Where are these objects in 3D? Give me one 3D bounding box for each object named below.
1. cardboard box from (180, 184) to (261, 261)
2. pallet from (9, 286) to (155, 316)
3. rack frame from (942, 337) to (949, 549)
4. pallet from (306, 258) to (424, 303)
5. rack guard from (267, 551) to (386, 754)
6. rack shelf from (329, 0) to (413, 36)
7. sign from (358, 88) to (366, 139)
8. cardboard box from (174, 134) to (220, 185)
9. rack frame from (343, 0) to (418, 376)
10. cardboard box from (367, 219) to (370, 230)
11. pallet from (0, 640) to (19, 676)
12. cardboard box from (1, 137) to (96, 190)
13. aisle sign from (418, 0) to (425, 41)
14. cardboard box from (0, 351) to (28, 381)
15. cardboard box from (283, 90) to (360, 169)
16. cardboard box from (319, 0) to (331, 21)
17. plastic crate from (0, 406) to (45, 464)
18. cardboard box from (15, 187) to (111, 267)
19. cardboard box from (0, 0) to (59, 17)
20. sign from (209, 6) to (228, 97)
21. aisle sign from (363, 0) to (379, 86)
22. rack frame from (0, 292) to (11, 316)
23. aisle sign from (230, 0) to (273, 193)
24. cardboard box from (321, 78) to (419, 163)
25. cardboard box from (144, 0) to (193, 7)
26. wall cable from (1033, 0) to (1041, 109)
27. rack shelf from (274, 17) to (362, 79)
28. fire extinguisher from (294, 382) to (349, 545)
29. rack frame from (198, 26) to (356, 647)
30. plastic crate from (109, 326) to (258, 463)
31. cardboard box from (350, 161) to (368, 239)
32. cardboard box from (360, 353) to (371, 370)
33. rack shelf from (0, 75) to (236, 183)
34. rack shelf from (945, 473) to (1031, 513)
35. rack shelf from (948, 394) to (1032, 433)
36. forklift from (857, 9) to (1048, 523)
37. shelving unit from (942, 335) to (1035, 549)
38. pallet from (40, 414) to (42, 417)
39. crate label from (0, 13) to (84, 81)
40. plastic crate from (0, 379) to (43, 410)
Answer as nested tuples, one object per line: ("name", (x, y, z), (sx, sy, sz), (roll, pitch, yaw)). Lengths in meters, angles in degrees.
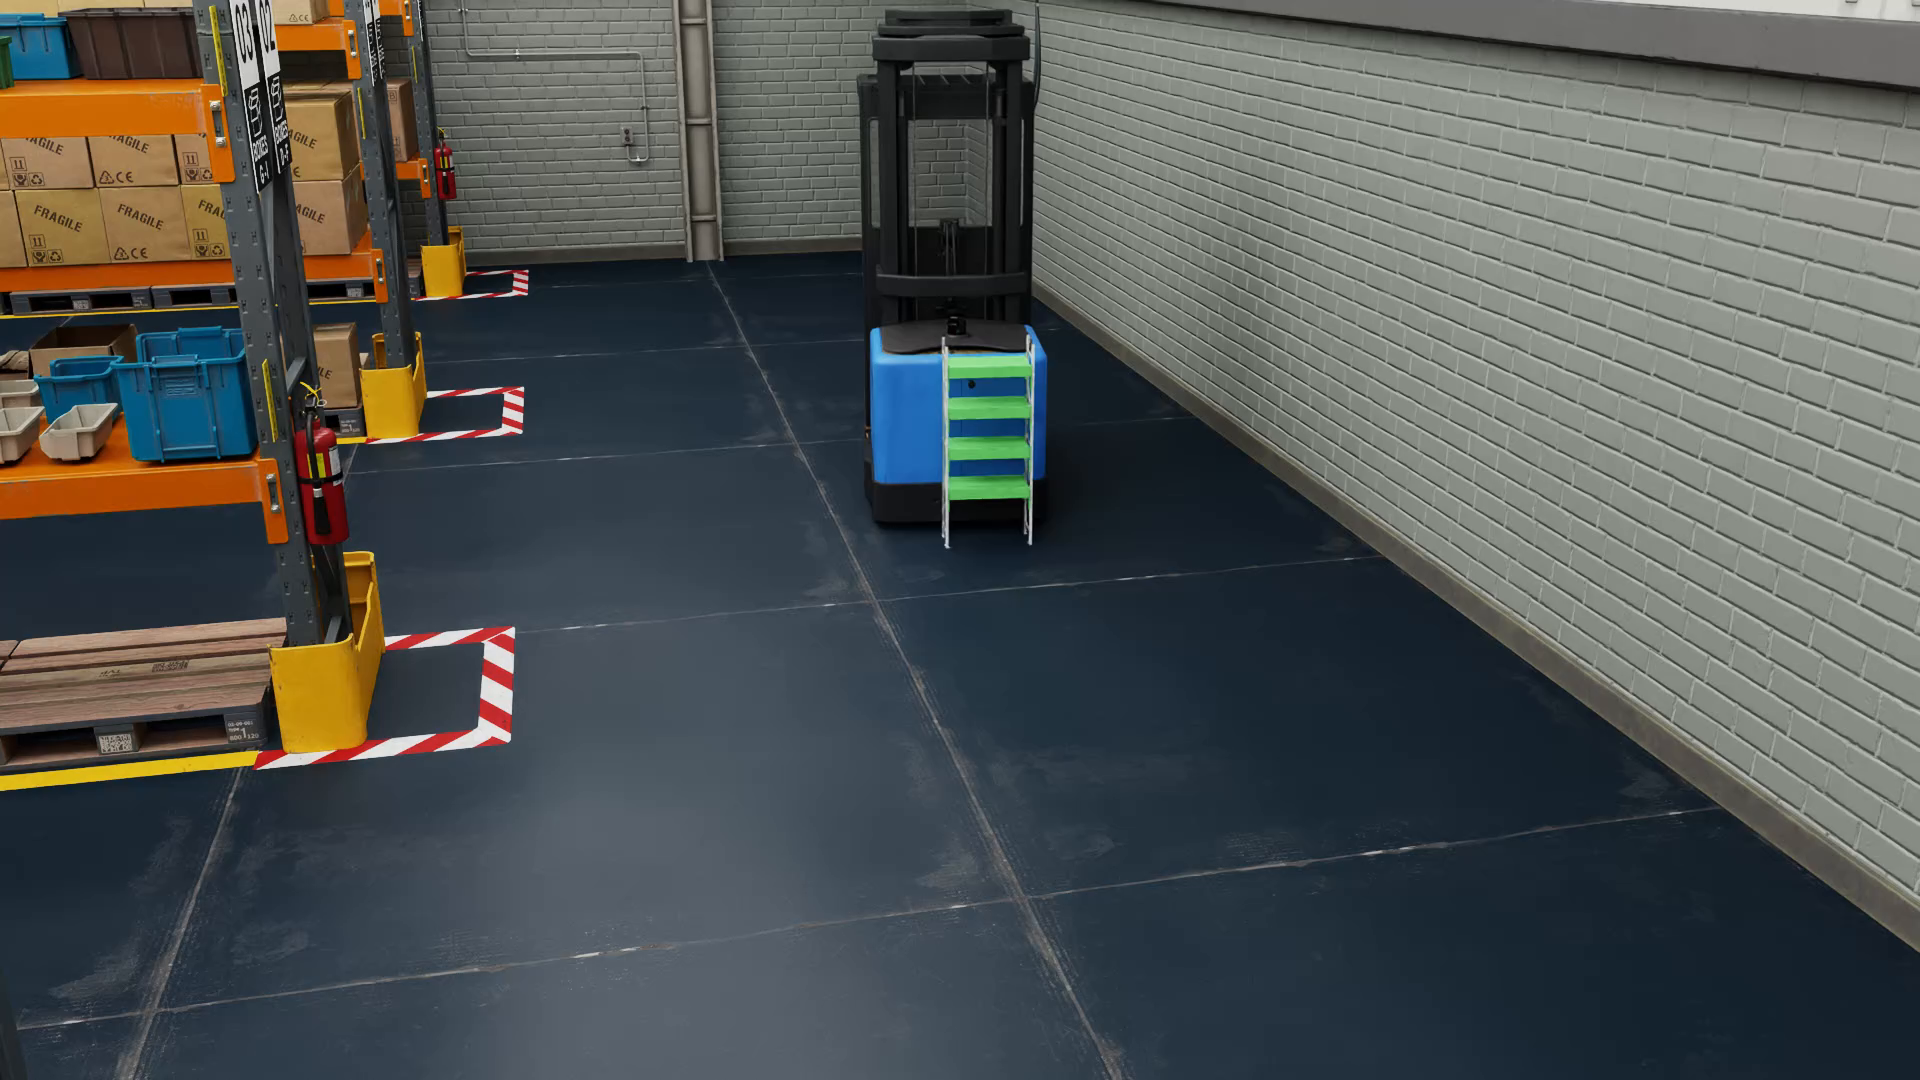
("cardboard box", (-4.959, -2.208, 11.336), (0.500, 0.500, 0.500), (-4, 21, -12))
("pallet", (-8.360, -2.396, 16.048), (1.213, 0.211, 1.003), (-5, 21, -12))
("rack frame", (-0.085, -0.555, 9.586), (0.015, 1.200, 0.240), (-2, 20, -5))
("pallet", (-5.985, -2.589, 16.576), (1.213, 0.211, 1.003), (-5, 21, -12))
("rack guard", (-2.925, 0.496, 7.734), (0.348, 0.500, 1.175), (-5, 21, -12))
("rack shelf", (-7.172, -4.900, 15.516), (4.000, 0.370, 1.077), (-5, 21, -12))
("sign", (-3.973, -2.835, 11.049), (0.005, 0.325, 0.100), (-5, 21, -12))
("cardboard box", (-4.943, -2.679, 11.168), (0.500, 0.500, 0.500), (-4, 21, -11))
("rack frame", (-4.082, -2.330, 11.814), (0.127, 3.000, 1.000), (-5, 21, -12))
("cardboard box", (-5.883, -2.922, 16.455), (0.500, 0.500, 0.700), (-5, 21, -12))
("pallet", (-4.942, 0.785, 7.364), (1.213, 0.211, 1.003), (-5, 21, -12))
("cardboard box", (-5.946, -2.596, 10.941), (0.500, 0.500, 0.500), (-4, 20, -11))
("aisle sign", (-5.086, -5.114, 15.634), (0.004, 0.787, 0.394), (-5, 21, -12))
("cardboard box", (-6.755, -1.157, 11.881), (0.500, 0.311, 0.500), (-5, 21, -12))
("cardboard box", (-4.574, -2.900, 11.770), (0.500, 0.500, 0.500), (-4, 20, -11))
("cardboard box", (-4.640, -3.713, 11.446), (0.500, 0.250, 0.500), (-5, 21, -12))
("plastic crate", (-3.983, -0.433, 6.931), (0.243, 0.136, 0.396), (-5, 21, -12))
("cardboard box", (-5.936, -2.131, 11.125), (0.500, 0.500, 0.500), (-5, 21, -13))
("cardboard box", (-5.984, -3.425, 10.661), (0.500, 0.250, 0.500), (-5, 21, -12))
("sign", (-2.803, -1.848, 6.290), (0.005, 0.325, 0.100), (-5, 21, -12))
("aisle sign", (-3.945, -3.454, 11.102), (0.004, 0.787, 0.394), (-5, 21, -12))
("rack frame", (-9.118, -3.671, 15.476), (0.127, 3.000, 1.000), (-5, 21, -12))
("aisle sign", (-2.808, -1.800, 6.588), (0.004, 0.787, 0.394), (-5, 21, -12))
("cardboard box", (-5.719, -4.085, 16.169), (0.700, 0.700, 0.980), (-4, 20, -10))
("cardboard box", (-5.010, -3.503, 10.874), (0.500, 0.250, 0.500), (-5, 21, -12))
("wall cable", (0.361, -5.675, 16.738), (0.112, 2.526, 3.097), (-5, 21, -12))
("rack shelf", (-6.028, -3.242, 10.990), (4.000, 0.370, 1.077), (-5, 21, -12))
("fire extinguisher", (-2.694, -0.320, 6.982), (0.183, 0.674, 0.296), (-5, 21, -12))
("rack frame", (-2.946, -0.672, 7.287), (0.127, 3.000, 1.000), (-5, 21, -12))
("plastic crate", (-3.228, -0.627, 7.028), (0.499, 0.435, 0.616), (-5, 21, -12))
("cardboard box", (-4.574, -2.430, 11.942), (0.500, 0.500, 0.500), (-4, 21, -11))
("cardboard box", (-4.568, -1.280, 12.453), (0.250, 0.149, 0.380), (-5, 21, -12))
("rack shelf", (-4.892, -1.584, 6.463), (4.000, 0.370, 1.077), (-5, 21, -12))
("rack shelf", (0.158, -0.277, 9.711), (0.480, 0.148, 0.258), (-2, 20, -5))
("rack shelf", (0.158, -0.728, 9.546), (0.480, 0.148, 0.258), (-2, 20, -5))
("forklift", (-0.101, -1.942, 10.854), (1.130, 2.935, 3.031), (-1, 20, -4))
("shelving unit", (0.158, -0.563, 9.606), (0.503, 1.200, 0.258), (-2, 20, -5))
("pallet", (-6.116, -0.856, 11.844), (1.213, 0.211, 1.003), (-5, 21, -12))
("crate label", (-3.918, -2.045, 6.893), (0.502, 0.251, 0.408), (-5, 21, -12))
("plastic crate", (-4.253, -0.615, 7.430), (0.298, 0.136, 0.250), (-5, 21, -12))
